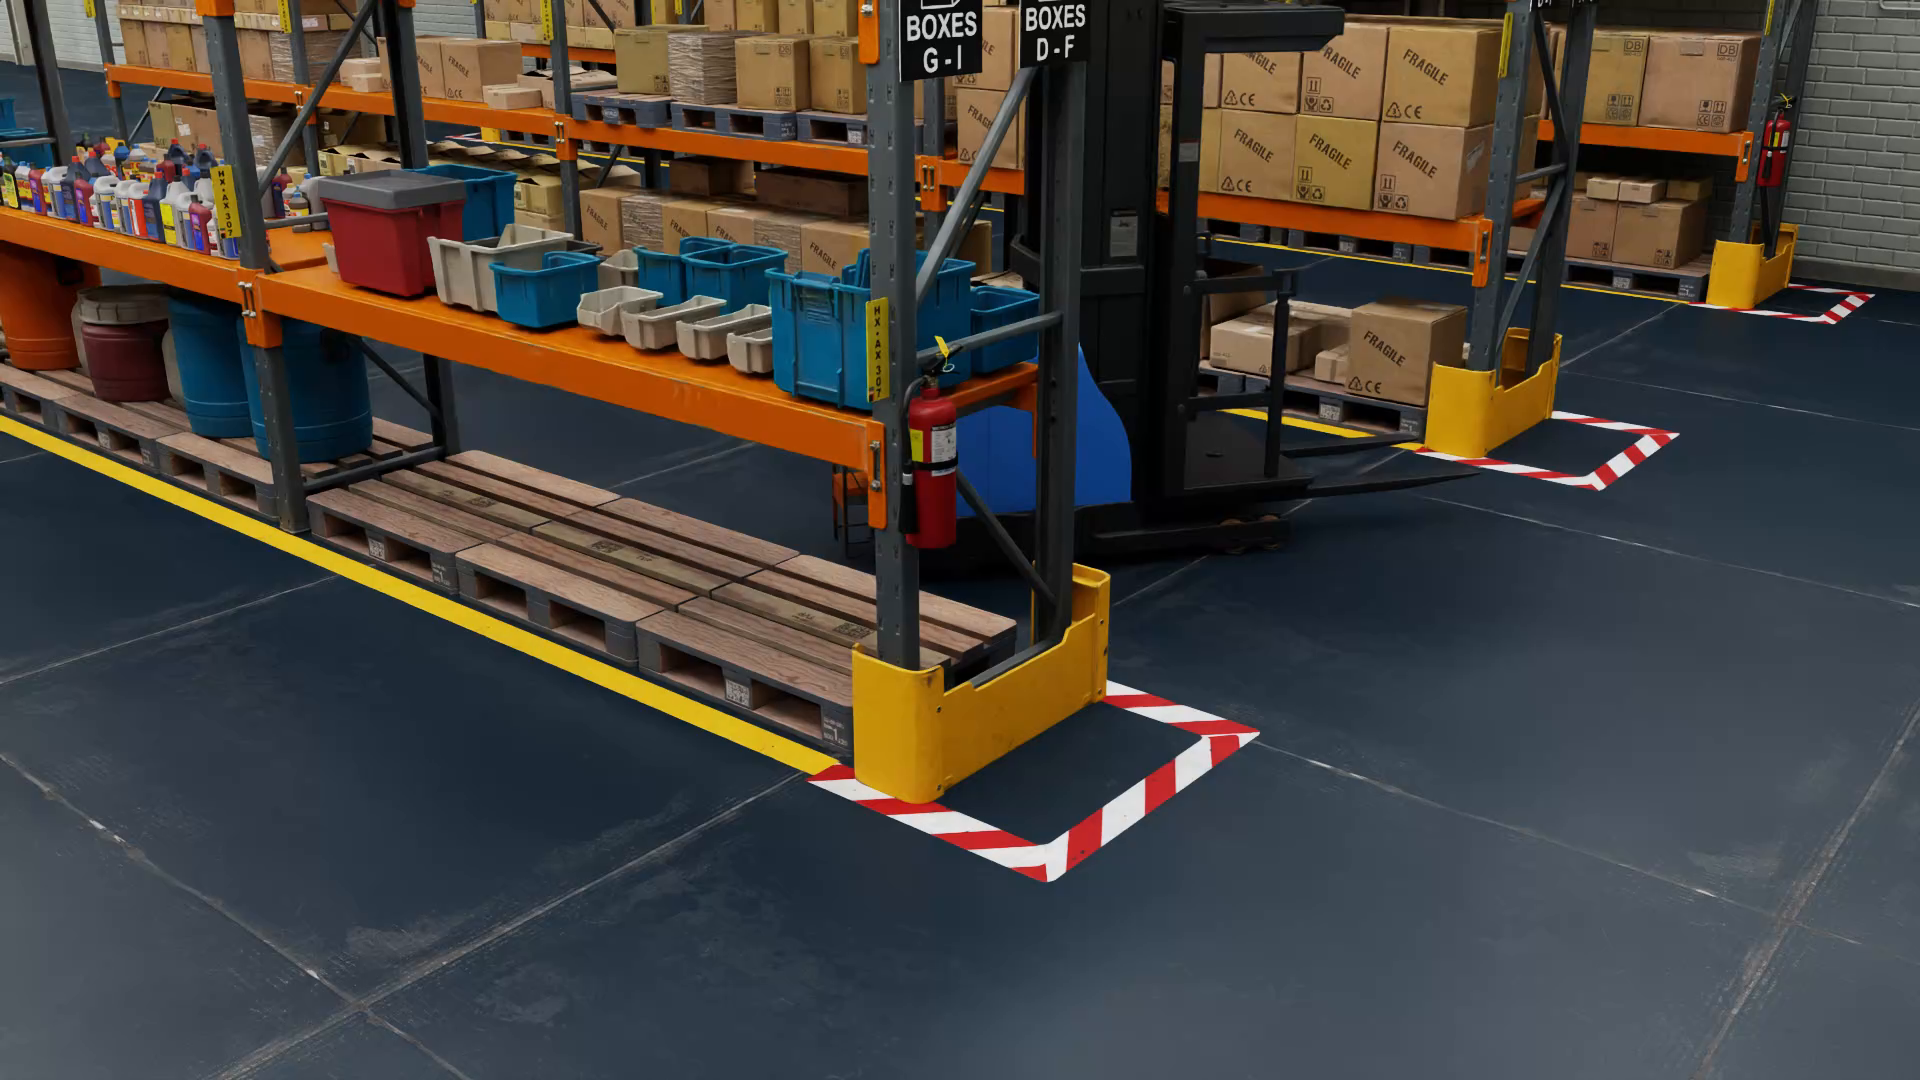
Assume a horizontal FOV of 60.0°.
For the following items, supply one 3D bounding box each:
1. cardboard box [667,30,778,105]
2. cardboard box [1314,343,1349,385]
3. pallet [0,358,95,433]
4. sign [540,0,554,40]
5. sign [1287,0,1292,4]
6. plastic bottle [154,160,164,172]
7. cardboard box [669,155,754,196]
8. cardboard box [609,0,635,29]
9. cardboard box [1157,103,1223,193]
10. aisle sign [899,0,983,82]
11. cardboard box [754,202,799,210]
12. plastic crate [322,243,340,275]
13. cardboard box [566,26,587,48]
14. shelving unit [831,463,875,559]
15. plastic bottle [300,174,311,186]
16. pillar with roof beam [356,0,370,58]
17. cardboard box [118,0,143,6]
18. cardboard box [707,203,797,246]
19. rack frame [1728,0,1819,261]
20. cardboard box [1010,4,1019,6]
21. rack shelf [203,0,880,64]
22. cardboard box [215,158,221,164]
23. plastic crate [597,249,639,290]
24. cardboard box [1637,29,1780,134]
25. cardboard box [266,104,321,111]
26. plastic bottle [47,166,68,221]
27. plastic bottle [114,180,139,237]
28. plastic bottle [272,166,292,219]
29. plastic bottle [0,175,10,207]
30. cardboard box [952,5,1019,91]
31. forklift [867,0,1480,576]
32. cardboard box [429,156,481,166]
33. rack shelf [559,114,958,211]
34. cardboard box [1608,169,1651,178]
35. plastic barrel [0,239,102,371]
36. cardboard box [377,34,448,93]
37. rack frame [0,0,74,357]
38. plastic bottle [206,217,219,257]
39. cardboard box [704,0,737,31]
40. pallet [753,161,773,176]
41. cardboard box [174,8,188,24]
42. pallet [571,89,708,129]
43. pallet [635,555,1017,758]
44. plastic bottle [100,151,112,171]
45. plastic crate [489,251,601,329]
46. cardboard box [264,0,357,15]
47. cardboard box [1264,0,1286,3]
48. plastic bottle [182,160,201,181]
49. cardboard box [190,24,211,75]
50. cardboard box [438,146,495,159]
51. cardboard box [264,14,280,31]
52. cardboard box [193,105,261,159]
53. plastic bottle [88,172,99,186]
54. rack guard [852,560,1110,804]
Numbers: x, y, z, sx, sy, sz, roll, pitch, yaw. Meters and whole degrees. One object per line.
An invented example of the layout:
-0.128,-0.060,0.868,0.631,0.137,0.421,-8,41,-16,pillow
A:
-1.842,-3.696,12.981,0.700,0.500,0.500,-16,26,-37,cardboard box
2.375,-1.083,10.181,0.250,0.166,0.380,16,26,36,cardboard box
-5.486,-0.996,10.511,1.213,0.211,1.003,16,26,36,pallet
-3.337,-4.208,13.435,0.005,0.325,0.100,16,26,36,sign
2.904,-4.635,14.681,0.005,0.325,0.100,16,26,36,sign
-4.756,-2.165,9.939,0.097,0.201,0.097,0,21,0,plastic bottle
-2.069,-3.050,13.861,0.500,0.250,0.500,17,27,38,cardboard box
-3.910,-6.487,20.240,0.500,0.500,0.500,16,26,36,cardboard box
1.513,-2.446,10.262,0.500,0.500,0.500,16,26,36,cardboard box
-0.055,-1.801,5.008,0.004,0.787,0.394,16,26,36,aisle sign
-1.304,-2.480,13.411,0.500,0.500,0.500,15,25,34,cardboard box
-2.754,-1.335,7.745,0.243,0.136,0.396,16,26,36,plastic crate
-4.687,-6.361,20.970,0.500,0.250,0.500,16,26,37,cardboard box
-0.485,-0.453,7.882,0.215,1.050,0.252,-6,21,-15,shelving unit
-3.498,-1.835,8.966,0.097,0.271,0.097,0,21,0,plastic bottle
-12.338,-10.008,21.953,0.400,9.000,9.100,16,26,36,pillar with roof beam
-8.792,-6.138,18.213,0.500,0.500,0.700,16,26,36,cardboard box
-1.615,-2.332,13.019,0.500,0.500,0.500,15,25,35,cardboard box
6.338,-3.389,12.903,0.127,3.000,1.000,16,26,36,rack frame
0.666,-3.399,11.371,0.500,0.500,0.500,16,26,37,cardboard box
-1.475,-2.194,6.503,4.000,0.370,1.077,16,26,36,rack shelf
-7.751,-3.998,17.820,0.500,0.250,0.500,16,26,36,cardboard box
-1.485,-1.171,7.312,0.466,0.136,0.293,16,26,36,plastic crate
5.937,-3.640,13.145,0.700,0.700,0.980,18,27,39,cardboard box
-7.024,-4.384,17.781,0.500,0.500,0.500,16,26,36,cardboard box
-4.918,-1.913,9.166,0.135,0.276,0.152,16,26,36,plastic bottle
-4.312,-1.739,8.703,0.135,0.276,0.152,16,26,36,plastic bottle
-3.727,-1.915,9.161,0.133,0.283,0.061,16,26,36,plastic bottle
-5.458,-2.021,9.559,0.097,0.201,0.097,0,21,0,plastic bottle
0.297,-3.259,11.000,0.500,0.500,0.500,17,26,38,cardboard box
1.098,-1.478,7.932,3.031,2.935,1.130,-6,21,-14,forklift
-4.733,-3.380,15.388,0.500,0.311,0.500,17,26,38,cardboard box
-1.439,-3.036,12.987,4.000,0.370,1.077,16,26,36,rack shelf
5.563,-2.988,13.868,0.250,0.149,0.380,16,26,36,cardboard box
-5.734,-1.542,10.487,0.708,0.830,0.600,16,26,36,plastic barrel
-5.095,-4.465,15.614,0.500,0.500,0.500,18,27,40,cardboard box
-6.124,-2.465,10.455,0.127,3.000,1.000,16,26,36,rack frame
-3.641,-1.498,8.171,0.097,0.201,0.097,0,21,0,plastic bottle
-2.586,-6.196,19.582,0.500,0.500,0.700,16,26,36,cardboard box
-2.354,-4.588,20.036,1.213,0.211,1.003,16,26,36,pallet
-8.020,-5.521,17.496,0.250,0.149,0.380,16,26,36,cardboard box
-2.419,-3.597,13.727,1.003,0.211,1.213,16,26,36,pallet
-0.540,0.430,6.730,1.213,0.211,1.003,16,26,36,pallet
-5.284,-2.317,10.342,0.097,0.201,0.097,0,21,0,plastic bottle
-1.679,-1.018,6.770,0.300,0.233,0.416,16,26,36,plastic crate
-6.435,-5.462,16.421,0.500,0.500,0.700,16,26,37,cardboard box
2.716,-4.862,15.155,0.500,0.250,0.500,17,26,38,cardboard box
-4.354,-2.016,9.445,0.097,0.271,0.097,0,21,0,plastic bottle
-7.632,-5.198,17.559,0.500,0.500,0.700,17,27,38,cardboard box
-4.800,-3.645,16.090,0.500,0.311,0.500,16,26,36,cardboard box
-6.624,-5.119,16.431,0.250,0.149,0.380,15,26,35,cardboard box
-7.751,-4.348,17.687,0.500,0.500,0.500,16,26,36,cardboard box
-4.664,-1.853,9.013,0.097,0.271,0.097,0,21,0,plastic bottle
0.101,0.491,6.158,0.348,0.500,1.175,16,26,36,rack guard
